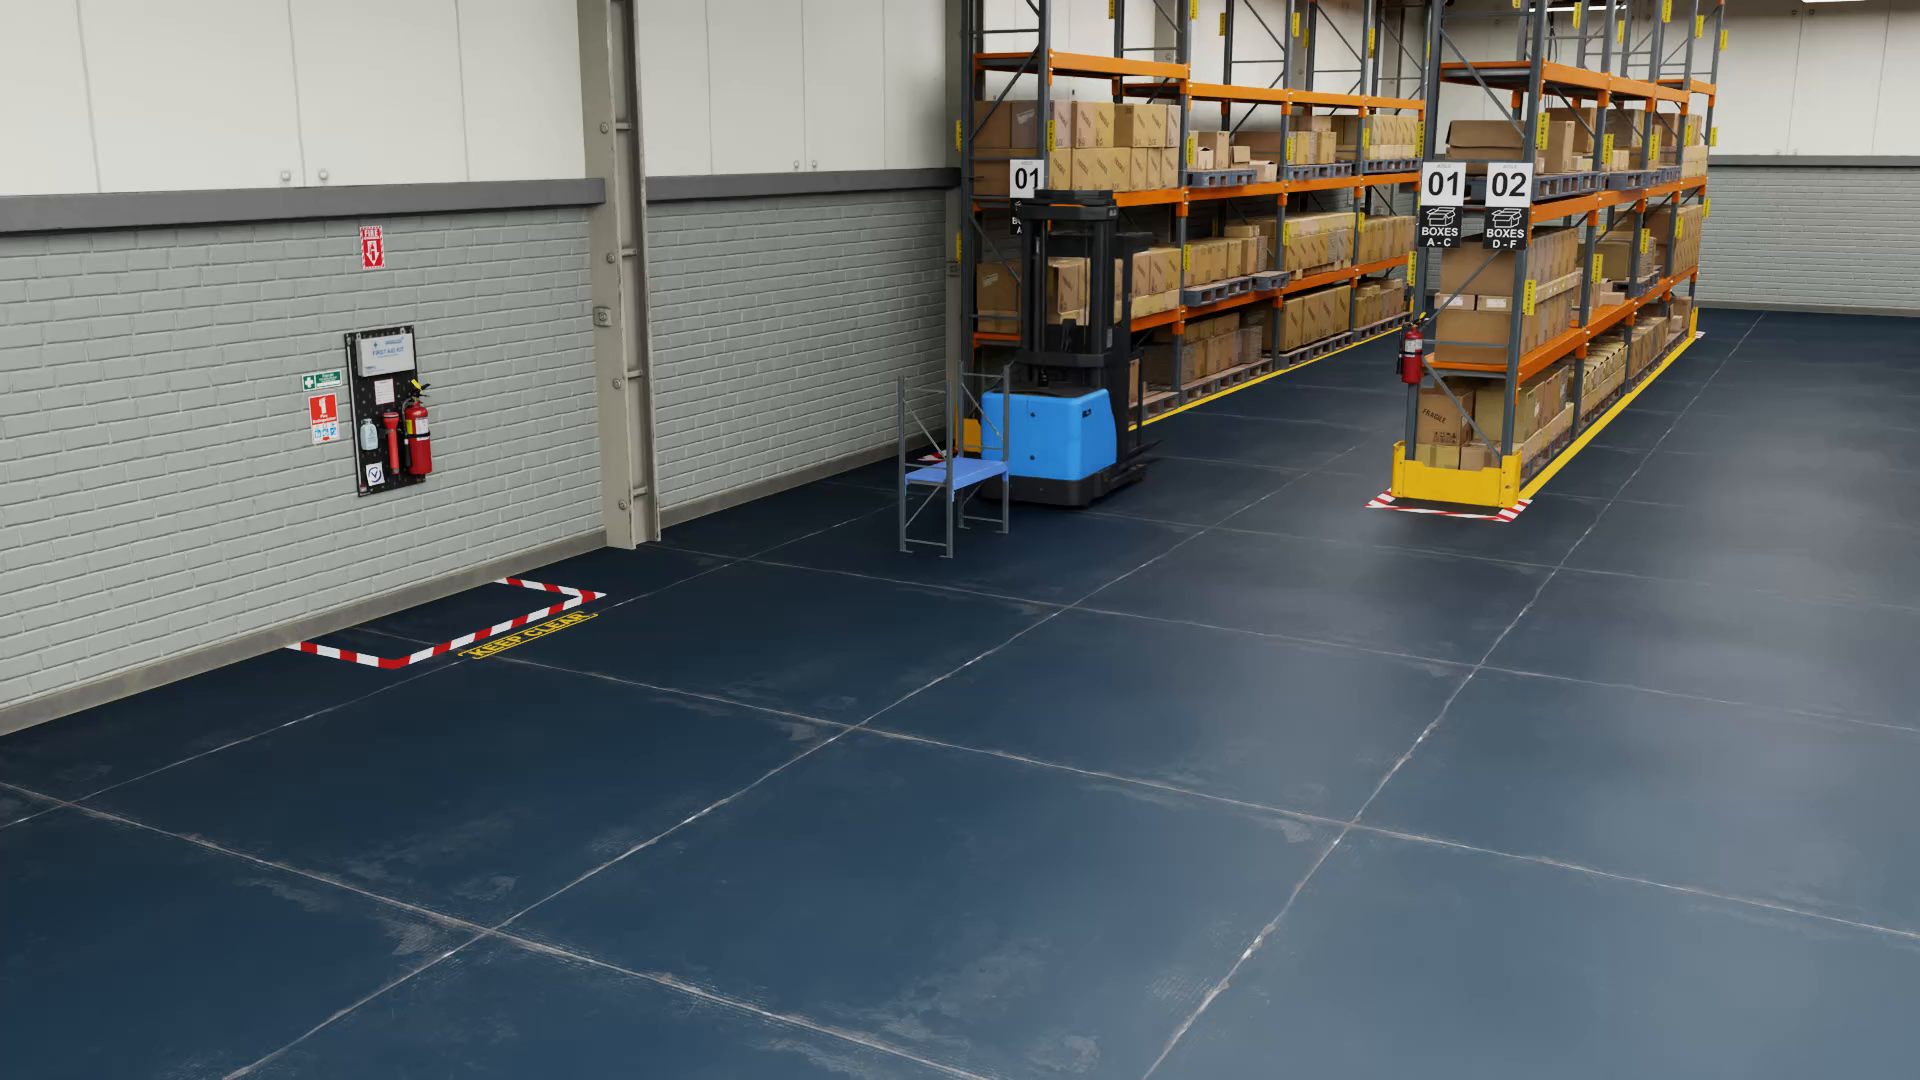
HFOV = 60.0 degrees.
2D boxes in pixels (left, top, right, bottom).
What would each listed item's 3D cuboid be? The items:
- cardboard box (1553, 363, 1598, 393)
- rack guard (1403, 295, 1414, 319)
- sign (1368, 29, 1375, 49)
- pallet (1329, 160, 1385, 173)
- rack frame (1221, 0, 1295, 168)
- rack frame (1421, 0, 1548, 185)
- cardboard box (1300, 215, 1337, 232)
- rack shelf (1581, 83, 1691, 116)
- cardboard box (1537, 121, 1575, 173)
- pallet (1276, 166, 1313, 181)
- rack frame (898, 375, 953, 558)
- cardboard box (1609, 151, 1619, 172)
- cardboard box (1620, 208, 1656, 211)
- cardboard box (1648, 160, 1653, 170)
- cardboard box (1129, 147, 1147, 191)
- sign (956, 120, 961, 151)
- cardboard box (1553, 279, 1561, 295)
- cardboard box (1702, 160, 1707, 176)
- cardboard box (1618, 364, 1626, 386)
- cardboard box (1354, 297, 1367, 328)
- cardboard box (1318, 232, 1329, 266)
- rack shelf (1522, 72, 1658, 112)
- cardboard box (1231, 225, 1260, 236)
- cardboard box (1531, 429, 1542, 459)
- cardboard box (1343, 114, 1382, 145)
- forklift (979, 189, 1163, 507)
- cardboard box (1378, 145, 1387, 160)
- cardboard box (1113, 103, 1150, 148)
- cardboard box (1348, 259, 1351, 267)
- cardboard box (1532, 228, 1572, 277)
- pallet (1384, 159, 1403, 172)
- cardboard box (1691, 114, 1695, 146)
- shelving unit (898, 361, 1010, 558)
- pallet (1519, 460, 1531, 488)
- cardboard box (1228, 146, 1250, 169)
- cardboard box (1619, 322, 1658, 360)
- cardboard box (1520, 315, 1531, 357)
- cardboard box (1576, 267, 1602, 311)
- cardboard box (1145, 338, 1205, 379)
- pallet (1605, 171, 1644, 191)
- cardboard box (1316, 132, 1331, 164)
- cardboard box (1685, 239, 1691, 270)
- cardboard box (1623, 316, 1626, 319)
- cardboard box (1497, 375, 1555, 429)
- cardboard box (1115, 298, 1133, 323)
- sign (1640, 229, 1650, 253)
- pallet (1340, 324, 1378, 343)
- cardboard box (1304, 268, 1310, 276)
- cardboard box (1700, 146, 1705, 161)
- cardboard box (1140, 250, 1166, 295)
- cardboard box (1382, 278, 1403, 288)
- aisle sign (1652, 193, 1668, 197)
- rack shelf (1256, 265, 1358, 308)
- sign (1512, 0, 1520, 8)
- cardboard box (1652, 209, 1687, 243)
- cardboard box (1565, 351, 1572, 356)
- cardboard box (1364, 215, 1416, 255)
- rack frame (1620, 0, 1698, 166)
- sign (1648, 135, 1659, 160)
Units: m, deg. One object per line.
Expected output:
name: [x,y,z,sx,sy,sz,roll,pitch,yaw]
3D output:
cardboard box: [7.417,-1.983,20.132,0.500,0.311,0.500,7,15,27]
rack guard: [8.227,-4.496,32.117,1.175,0.500,0.348,7,15,28]
sign: [6.762,-8.236,27.332,0.100,0.325,0.005,7,15,28]
pallet: [6.686,-6.468,28.749,1.003,0.211,1.213,7,15,28]
rack frame: [4.348,-6.982,24.292,1.000,3.000,0.127,7,15,28]
rack frame: [4.819,-4.780,15.159,1.000,3.000,0.127,7,15,28]
cardboard box: [5.777,-5.120,26.880,0.500,0.250,0.500,8,16,29]
rack shelf: [9.653,-6.287,23.800,1.077,0.370,4.000,7,15,28]
cardboard box: [5.861,-3.952,16.718,0.500,0.500,0.500,7,15,28]
pallet: [4.613,-5.570,25.239,1.213,0.211,1.003,8,16,31]
rack frame: [-0.287,-0.607,13.853,0.500,1.500,0.032,7,15,28]
cardboard box: [7.992,-4.769,20.938,0.500,0.250,0.500,7,15,27]
cardboard box: [11.126,-5.202,27.363,0.500,0.500,0.500,8,15,28]
cardboard box: [9.114,-5.209,23.128,0.910,0.500,0.500,7,15,28]
cardboard box: [1.896,-4.409,19.766,0.500,0.500,0.500,7,15,26]
sign: [0.004,-4.379,18.010,0.100,0.325,0.005,7,15,28]
cardboard box: [6.193,-2.708,17.767,0.380,0.149,0.250,8,16,30]
cardboard box: [12.536,-6.396,28.583,0.500,0.250,0.500,7,15,28]
cardboard box: [8.645,-2.236,22.381,0.500,0.250,0.500,8,16,29]
cardboard box: [6.733,-4.017,29.231,0.700,0.500,0.500,8,16,29]
cardboard box: [5.554,-4.654,26.549,0.500,0.500,0.500,8,16,30]
rack shelf: [7.719,-5.467,20.396,1.077,0.370,4.000,7,15,28]
cardboard box: [4.207,-4.569,24.548,0.380,0.149,0.250,5,15,21]
cardboard box: [5.753,-1.021,17.340,0.500,0.250,0.500,7,15,28]
cardboard box: [6.872,-7.003,28.391,0.500,0.500,0.500,7,15,28]
forklift: [1.272,-2.037,16.729,1.130,2.935,3.031,6,15,25]
cardboard box: [7.105,-6.739,28.895,0.500,0.250,0.500,7,15,27]
cardboard box: [1.910,-4.892,19.634,0.500,0.500,0.500,7,15,26]
cardboard box: [6.366,-4.672,28.006,0.380,0.149,0.250,8,15,29]
cardboard box: [6.300,-3.168,18.291,0.700,0.500,0.500,7,15,28]
pallet: [7.277,-6.717,29.784,1.003,0.211,1.213,7,15,28]
cardboard box: [11.423,-6.612,26.813,0.700,0.500,0.500,7,15,28]
shelving unit: [-0.041,-0.712,14.285,0.538,1.500,1.048,7,15,28]
pallet: [5.152,-0.669,16.860,1.003,0.211,1.213,7,15,28]
cardboard box: [3.640,-5.328,23.570,0.797,0.503,0.637,10,17,36]
cardboard box: [10.143,-2.987,24.918,0.500,0.500,0.500,8,16,29]
cardboard box: [5.305,-2.115,16.691,0.700,0.500,0.500,8,16,29]
cardboard box: [7.889,-3.207,21.223,0.500,0.500,0.500,6,15,25]
cardboard box: [2.961,-2.508,22.930,0.700,0.500,0.500,7,15,27]
pallet: [7.898,-4.492,20.768,1.003,0.211,1.213,8,16,31]
cardboard box: [5.547,-6.317,26.783,0.700,0.500,0.500,7,15,27]
cardboard box: [11.838,-4.760,27.664,0.500,0.500,0.500,7,15,27]
cardboard box: [10.172,-3.252,26.019,0.500,0.500,0.500,7,15,26]
cardboard box: [6.000,-1.488,17.674,0.500,0.500,0.500,7,15,28]
cardboard box: [1.730,-2.740,19.777,0.500,0.250,0.500,8,15,29]
sign: [9.173,-4.005,22.277,0.100,0.325,0.005,7,15,28]
pallet: [6.717,-3.677,29.336,1.003,0.211,1.213,7,15,28]
cardboard box: [5.307,-4.261,26.302,0.380,0.149,0.250,8,16,29]
cardboard box: [12.287,-6.537,28.103,0.500,0.250,0.500,7,15,28]
cardboard box: [2.220,-3.311,20.543,0.500,0.500,0.500,7,15,28]
cardboard box: [8.062,-4.809,31.133,0.380,0.149,0.250,7,15,27]
aisle sign: [12.329,-6.457,29.370,0.394,0.787,0.004,7,15,28]
rack shelf: [5.315,-4.126,26.781,1.077,0.370,4.000,7,15,28]
sign: [6.271,-6.152,18.689,0.100,0.325,0.005,7,15,28]
cardboard box: [11.343,-5.031,26.653,0.500,0.500,0.500,7,15,26]
cardboard box: [7.681,-2.357,21.686,0.500,0.311,0.500,7,15,27]
cardboard box: [7.977,-5.746,31.329,0.980,0.700,0.700,8,16,31]
rack frame: [10.620,-7.242,25.371,1.000,3.000,0.127,7,15,28]
sign: [9.168,-5.188,21.981,0.100,0.325,0.005,7,15,28]
